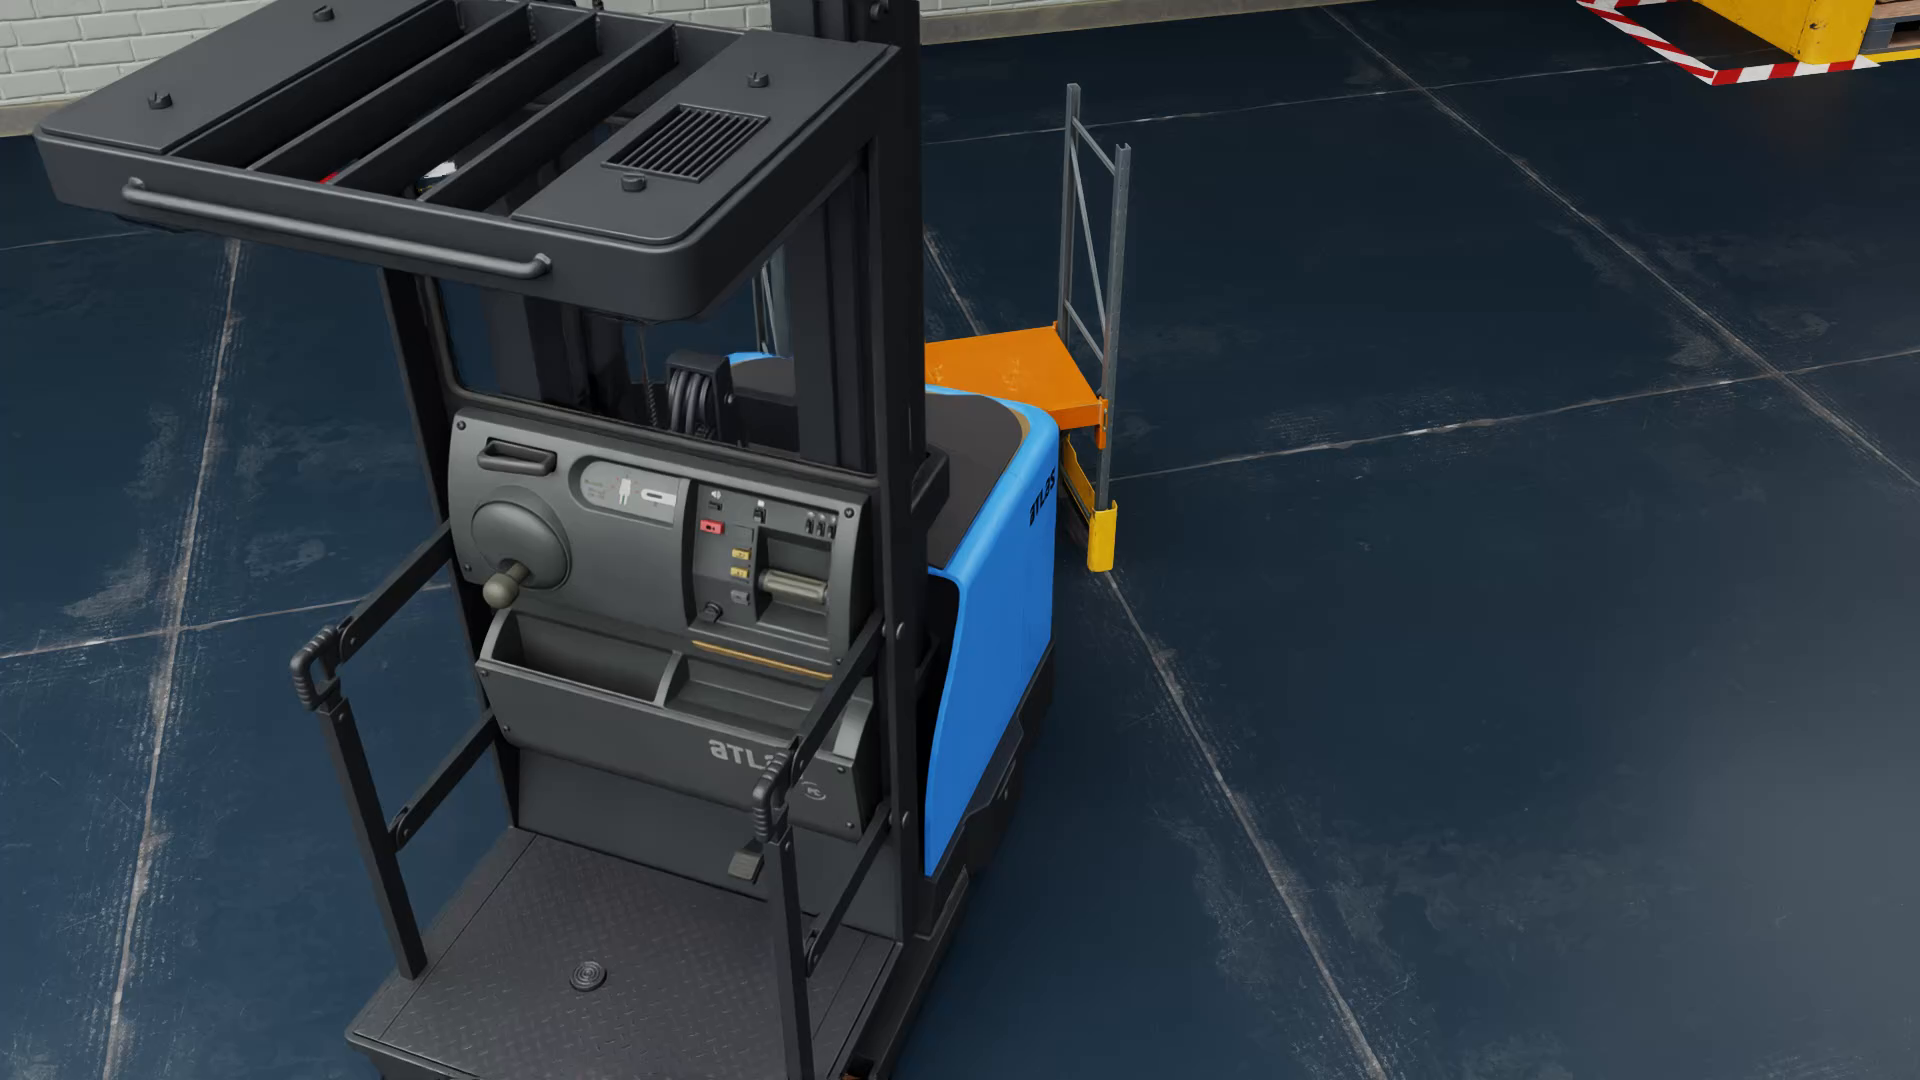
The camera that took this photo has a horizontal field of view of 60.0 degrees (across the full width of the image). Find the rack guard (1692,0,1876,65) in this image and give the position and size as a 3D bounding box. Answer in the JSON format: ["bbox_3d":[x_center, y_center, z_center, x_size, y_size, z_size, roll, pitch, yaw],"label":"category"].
[{"bbox_3d":[4.691,-3.184,9.500,0.348,0.500,1.175,-9,38,-12],"label":"rack guard"}]

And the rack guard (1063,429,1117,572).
[{"bbox_3d":[0.407,-0.166,5.761,0.087,0.250,0.587,-9,38,-12],"label":"rack guard"}]

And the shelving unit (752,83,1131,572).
[{"bbox_3d":[-0.074,-0.584,5.279,1.083,1.500,0.587,-9,38,-12],"label":"shelving unit"}]

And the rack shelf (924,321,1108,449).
[{"bbox_3d":[-0.082,-0.439,5.386,1.000,0.185,0.538,-9,38,-12],"label":"rack shelf"}]

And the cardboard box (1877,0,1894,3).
[{"bbox_3d":[5.309,-3.328,9.482,0.500,0.311,0.500,-14,39,-17],"label":"cardboard box"}]

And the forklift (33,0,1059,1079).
[{"bbox_3d":[-0.709,0.073,3.243,1.130,2.935,3.031,13,39,16],"label":"forklift"}]

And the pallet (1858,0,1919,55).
[{"bbox_3d":[5.484,-3.177,9.729,1.213,0.211,1.003,-9,38,-12],"label":"pallet"}]

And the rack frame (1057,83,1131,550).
[{"bbox_3d":[0.408,-0.663,5.382,0.032,1.500,0.500,-9,38,-12],"label":"rack frame"}]

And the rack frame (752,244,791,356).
[{"bbox_3d":[-0.573,-0.502,5.171,0.032,1.500,0.500,-9,38,-12],"label":"rack frame"}]
